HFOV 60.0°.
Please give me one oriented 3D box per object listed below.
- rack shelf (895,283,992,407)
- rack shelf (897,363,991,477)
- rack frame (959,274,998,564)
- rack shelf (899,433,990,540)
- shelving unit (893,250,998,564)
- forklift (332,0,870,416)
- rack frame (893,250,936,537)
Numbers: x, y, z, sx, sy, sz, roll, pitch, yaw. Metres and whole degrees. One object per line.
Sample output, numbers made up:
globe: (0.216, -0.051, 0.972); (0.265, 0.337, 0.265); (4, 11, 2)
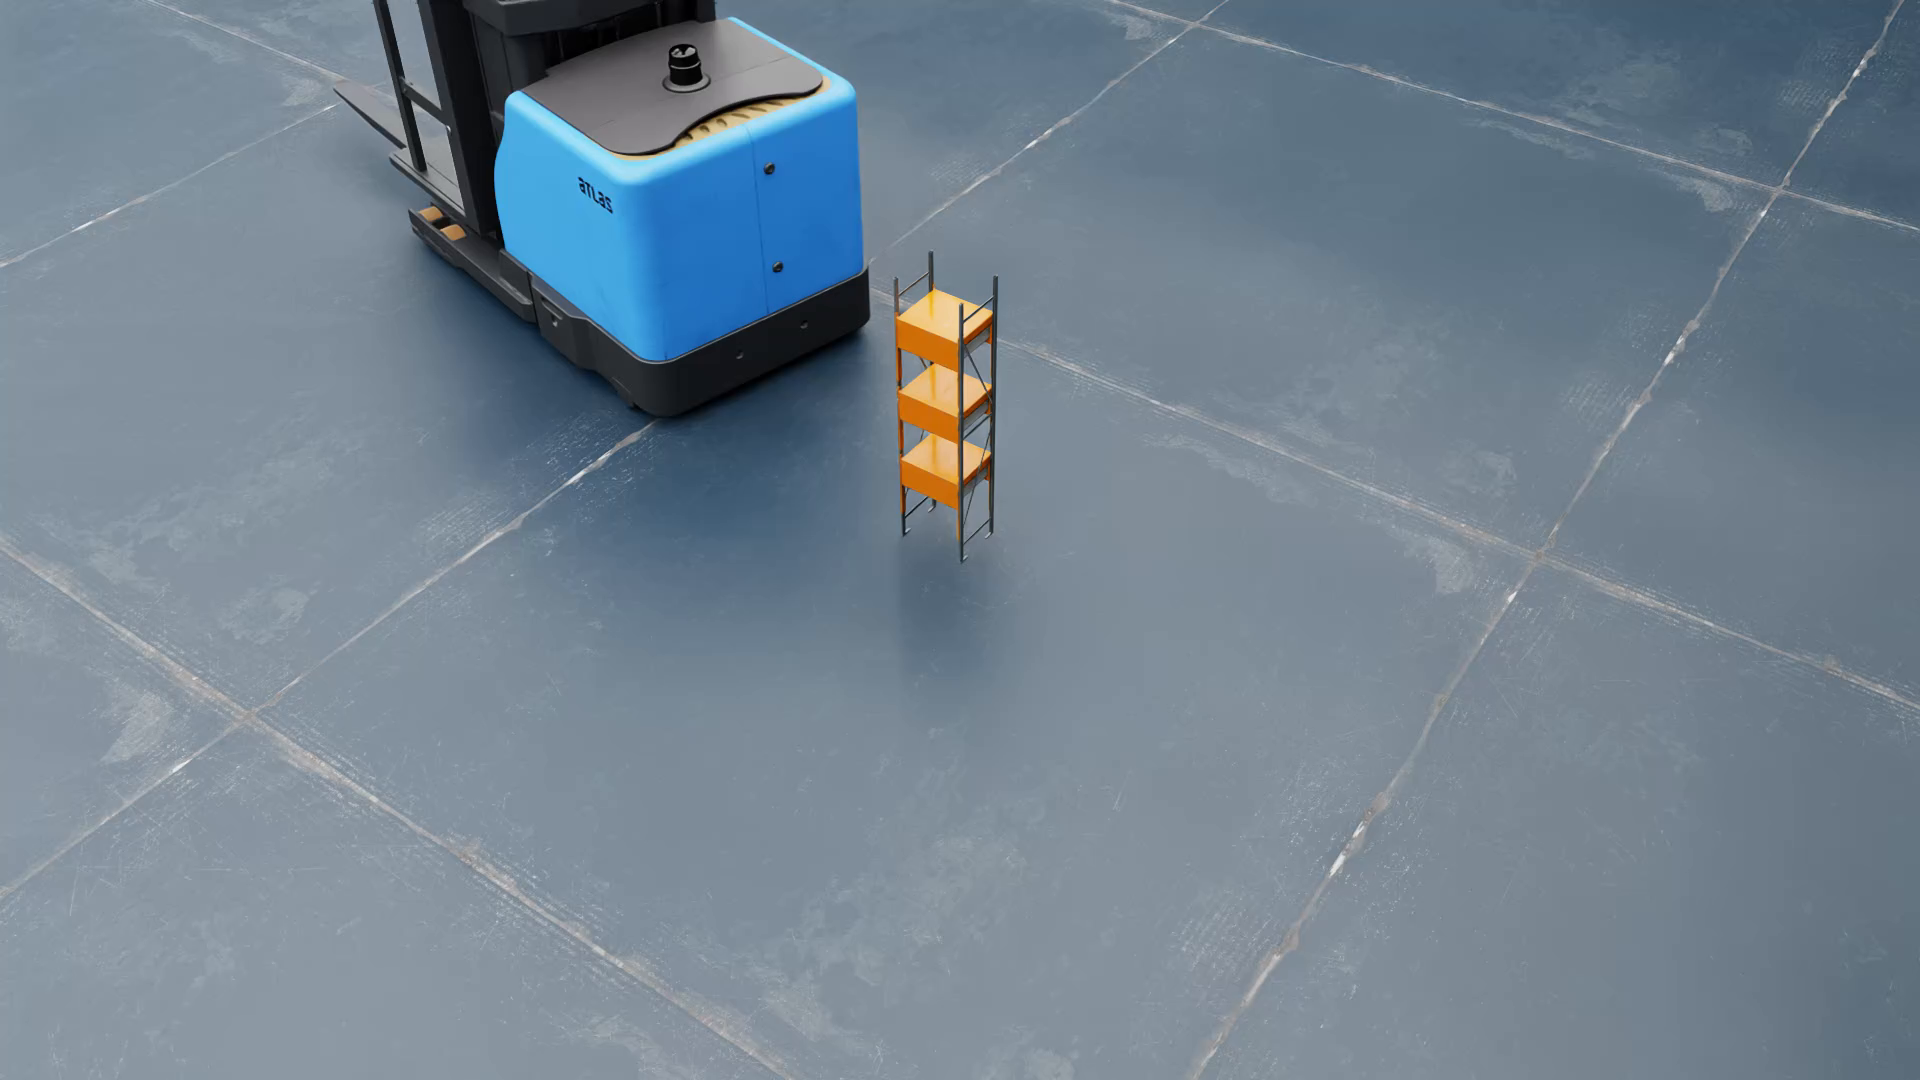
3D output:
rack shelf: (-0.044, -0.615, 5.241); (0.240, 0.259, 0.215); (25, 48, 25)
rack shelf: (-0.044, -0.404, 5.430); (0.240, 0.259, 0.215); (25, 48, 25)
rack frame: (0.056, -0.365, 5.371); (0.008, 1.050, 0.200); (25, 48, 25)
rack shelf: (-0.044, -0.197, 5.615); (0.240, 0.259, 0.215); (25, 48, 25)
shelving unit: (-0.044, -0.412, 5.423); (0.252, 1.050, 0.215); (25, 48, 25)
forklift: (-1.705, -2.457, 6.298); (1.130, 2.935, 3.031); (-30, 50, -29)
rack frame: (-0.144, -0.458, 5.475); (0.008, 1.050, 0.200); (25, 48, 25)
